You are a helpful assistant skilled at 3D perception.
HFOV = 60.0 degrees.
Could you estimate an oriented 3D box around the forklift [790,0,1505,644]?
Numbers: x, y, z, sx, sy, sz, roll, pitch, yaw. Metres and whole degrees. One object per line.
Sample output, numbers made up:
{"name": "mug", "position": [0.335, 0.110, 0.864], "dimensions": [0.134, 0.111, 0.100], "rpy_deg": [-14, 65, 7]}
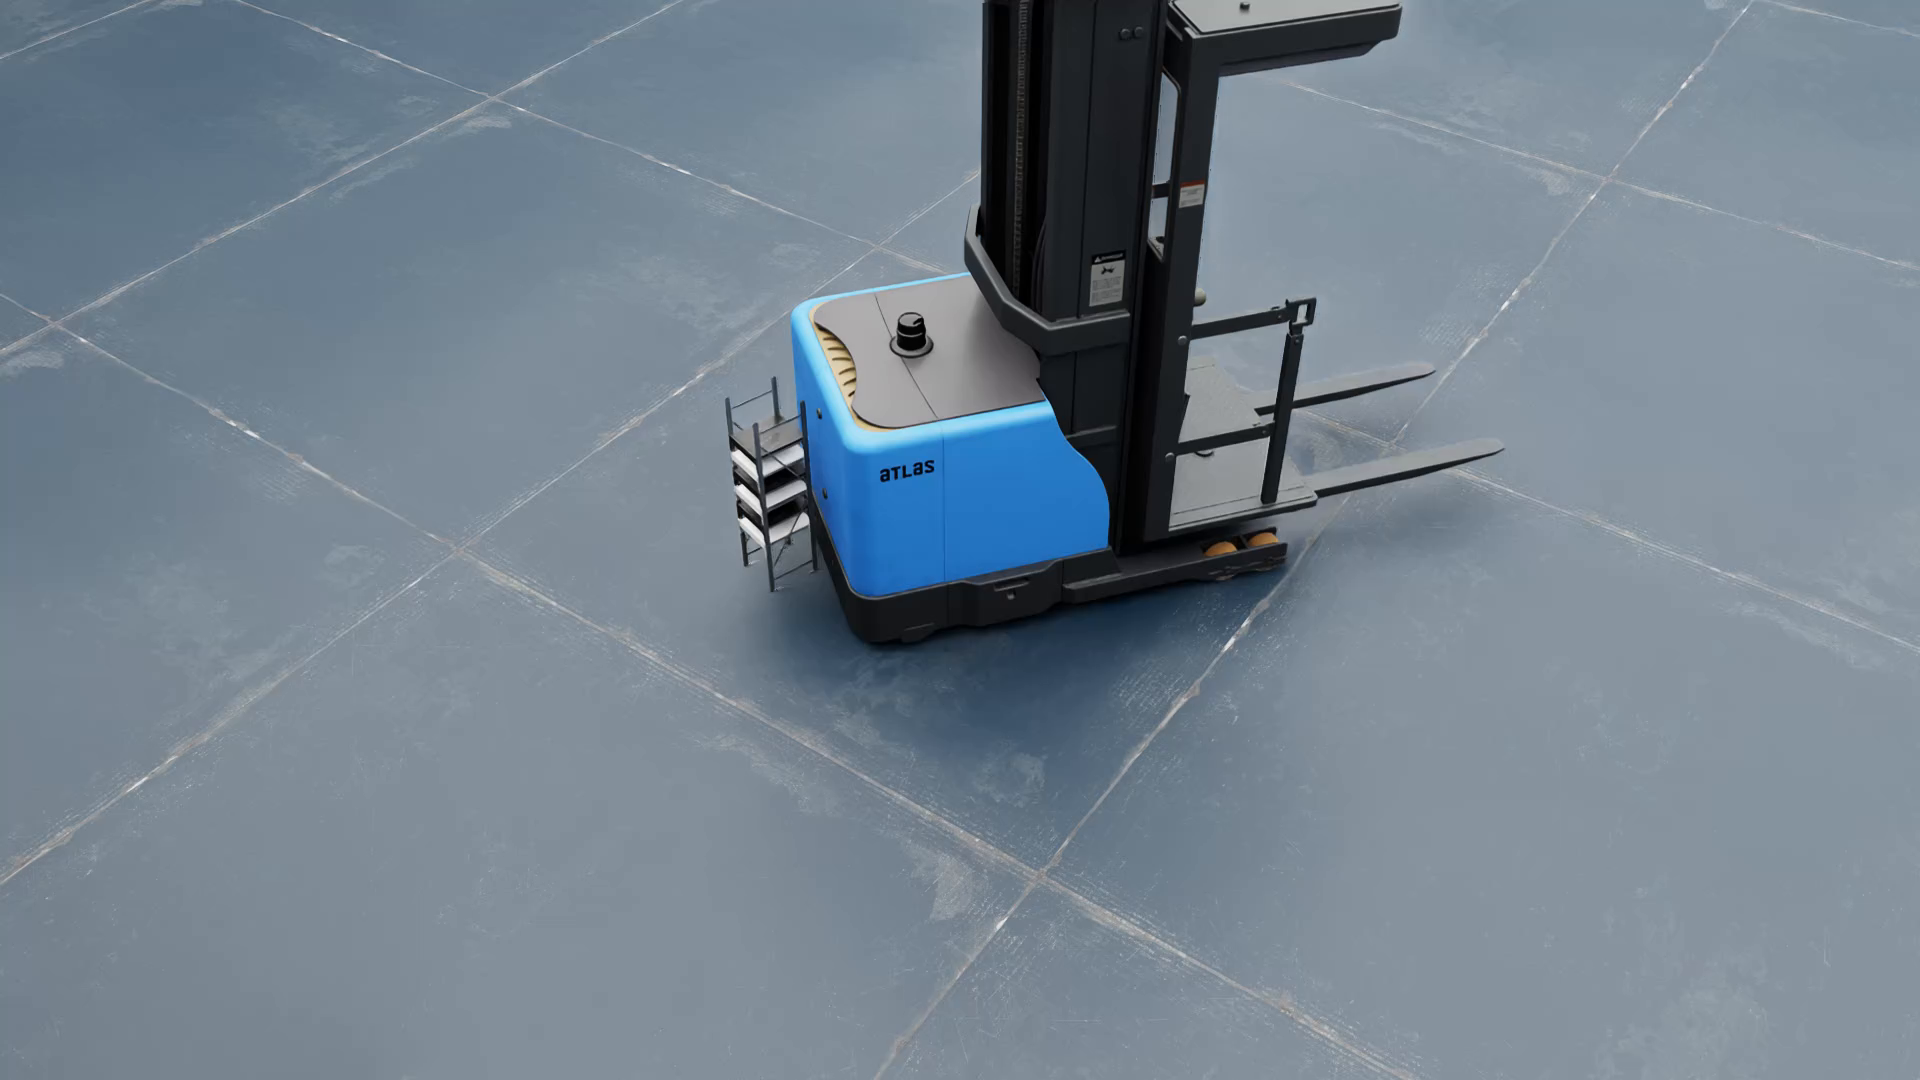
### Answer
{"name": "forklift", "position": [0.877, -1.245, 6.444], "dimensions": [3.031, 2.935, 1.130], "rpy_deg": [-12, 43, -13]}

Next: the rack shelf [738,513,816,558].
{"name": "rack shelf", "position": [-0.766, -0.056, 6.958], "dimensions": [0.258, 0.077, 0.200], "rpy_deg": [-28, 49, -27]}

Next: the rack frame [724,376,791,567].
{"name": "rack frame", "position": [-0.829, -0.268, 6.875], "dimensions": [0.240, 0.900, 0.006], "rpy_deg": [-28, 49, -27]}

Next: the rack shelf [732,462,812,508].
{"name": "rack shelf", "position": [-0.766, -0.257, 6.778], "dimensions": [0.258, 0.077, 0.200], "rpy_deg": [-28, 49, -27]}

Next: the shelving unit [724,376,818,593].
{"name": "shelving unit", "position": [-0.766, -0.215, 6.816], "dimensions": [0.258, 0.900, 0.210], "rpy_deg": [-28, 49, -27]}

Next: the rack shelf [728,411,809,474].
{"name": "rack shelf", "position": [-0.766, -0.392, 6.658], "dimensions": [0.258, 0.077, 0.200], "rpy_deg": [-28, 49, -27]}

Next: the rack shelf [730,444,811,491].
{"name": "rack shelf", "position": [-0.766, -0.324, 6.718], "dimensions": [0.258, 0.077, 0.200], "rpy_deg": [-28, 49, -27]}

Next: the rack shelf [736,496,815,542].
{"name": "rack shelf", "position": [-0.766, -0.123, 6.898], "dimensions": [0.258, 0.077, 0.200], "rpy_deg": [-28, 49, -27]}

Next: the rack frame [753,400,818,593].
{"name": "rack frame", "position": [-0.703, -0.162, 6.756], "dimensions": [0.240, 0.900, 0.006], "rpy_deg": [-28, 49, -27]}

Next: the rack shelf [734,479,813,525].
{"name": "rack shelf", "position": [-0.766, -0.190, 6.838], "dimensions": [0.258, 0.077, 0.200], "rpy_deg": [-28, 49, -27]}
